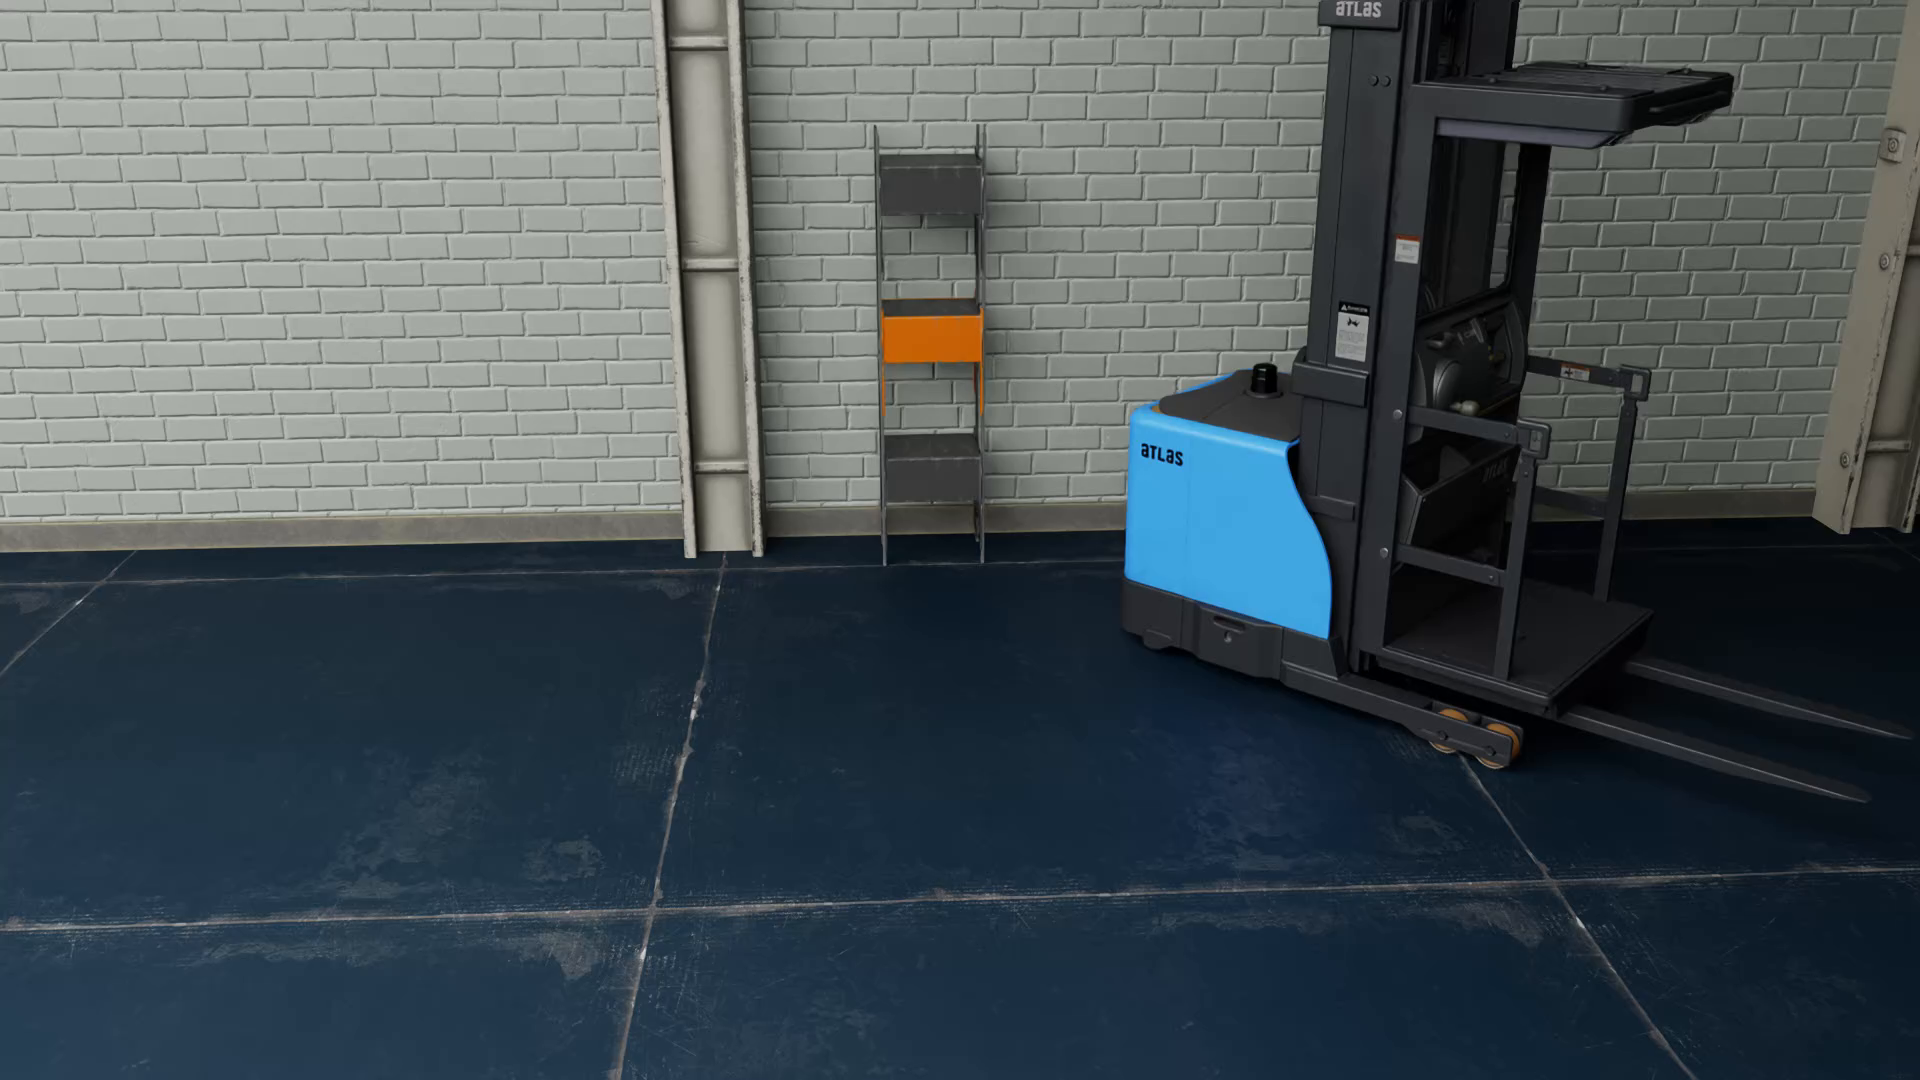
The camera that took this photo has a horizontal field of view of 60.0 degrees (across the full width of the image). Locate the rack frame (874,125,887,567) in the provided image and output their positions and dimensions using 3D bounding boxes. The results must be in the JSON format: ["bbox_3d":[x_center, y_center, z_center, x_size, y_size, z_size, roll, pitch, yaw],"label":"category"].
[{"bbox_3d":[-0.388,-0.921,8.086,0.015,2.100,0.400,-2,21,-4],"label":"rack frame"}]

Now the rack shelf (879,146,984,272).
[{"bbox_3d":[-0.145,-1.570,7.861,0.480,0.518,0.431,-2,21,-4],"label":"rack shelf"}]

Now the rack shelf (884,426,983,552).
[{"bbox_3d":[-0.145,-0.259,8.354,0.480,0.518,0.431,-2,21,-4],"label":"rack shelf"}]

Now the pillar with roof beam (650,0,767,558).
[{"bbox_3d":[-0.951,-2.644,2.919,0.400,9.000,9.100,-1,21,-3],"label":"pillar with roof beam"}]

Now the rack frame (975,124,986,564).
[{"bbox_3d":[0.098,-0.934,8.120,0.015,2.100,0.400,-2,21,-4],"label":"rack frame"}]

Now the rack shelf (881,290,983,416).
[{"bbox_3d":[-0.145,-0.914,8.108,0.480,0.518,0.431,-2,21,-4],"label":"rack shelf"}]

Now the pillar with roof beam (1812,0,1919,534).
[{"bbox_3d":[5.039,-2.766,3.240,0.400,9.000,9.100,-1,21,-3],"label":"pillar with roof beam"}]

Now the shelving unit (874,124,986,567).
[{"bbox_3d":[-0.145,-0.927,8.103,0.503,2.100,0.431,-2,21,-4],"label":"shelving unit"}]

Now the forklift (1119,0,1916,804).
[{"bbox_3d":[2.156,-0.710,6.367,3.031,2.935,1.130,17,27,38],"label":"forklift"}]
